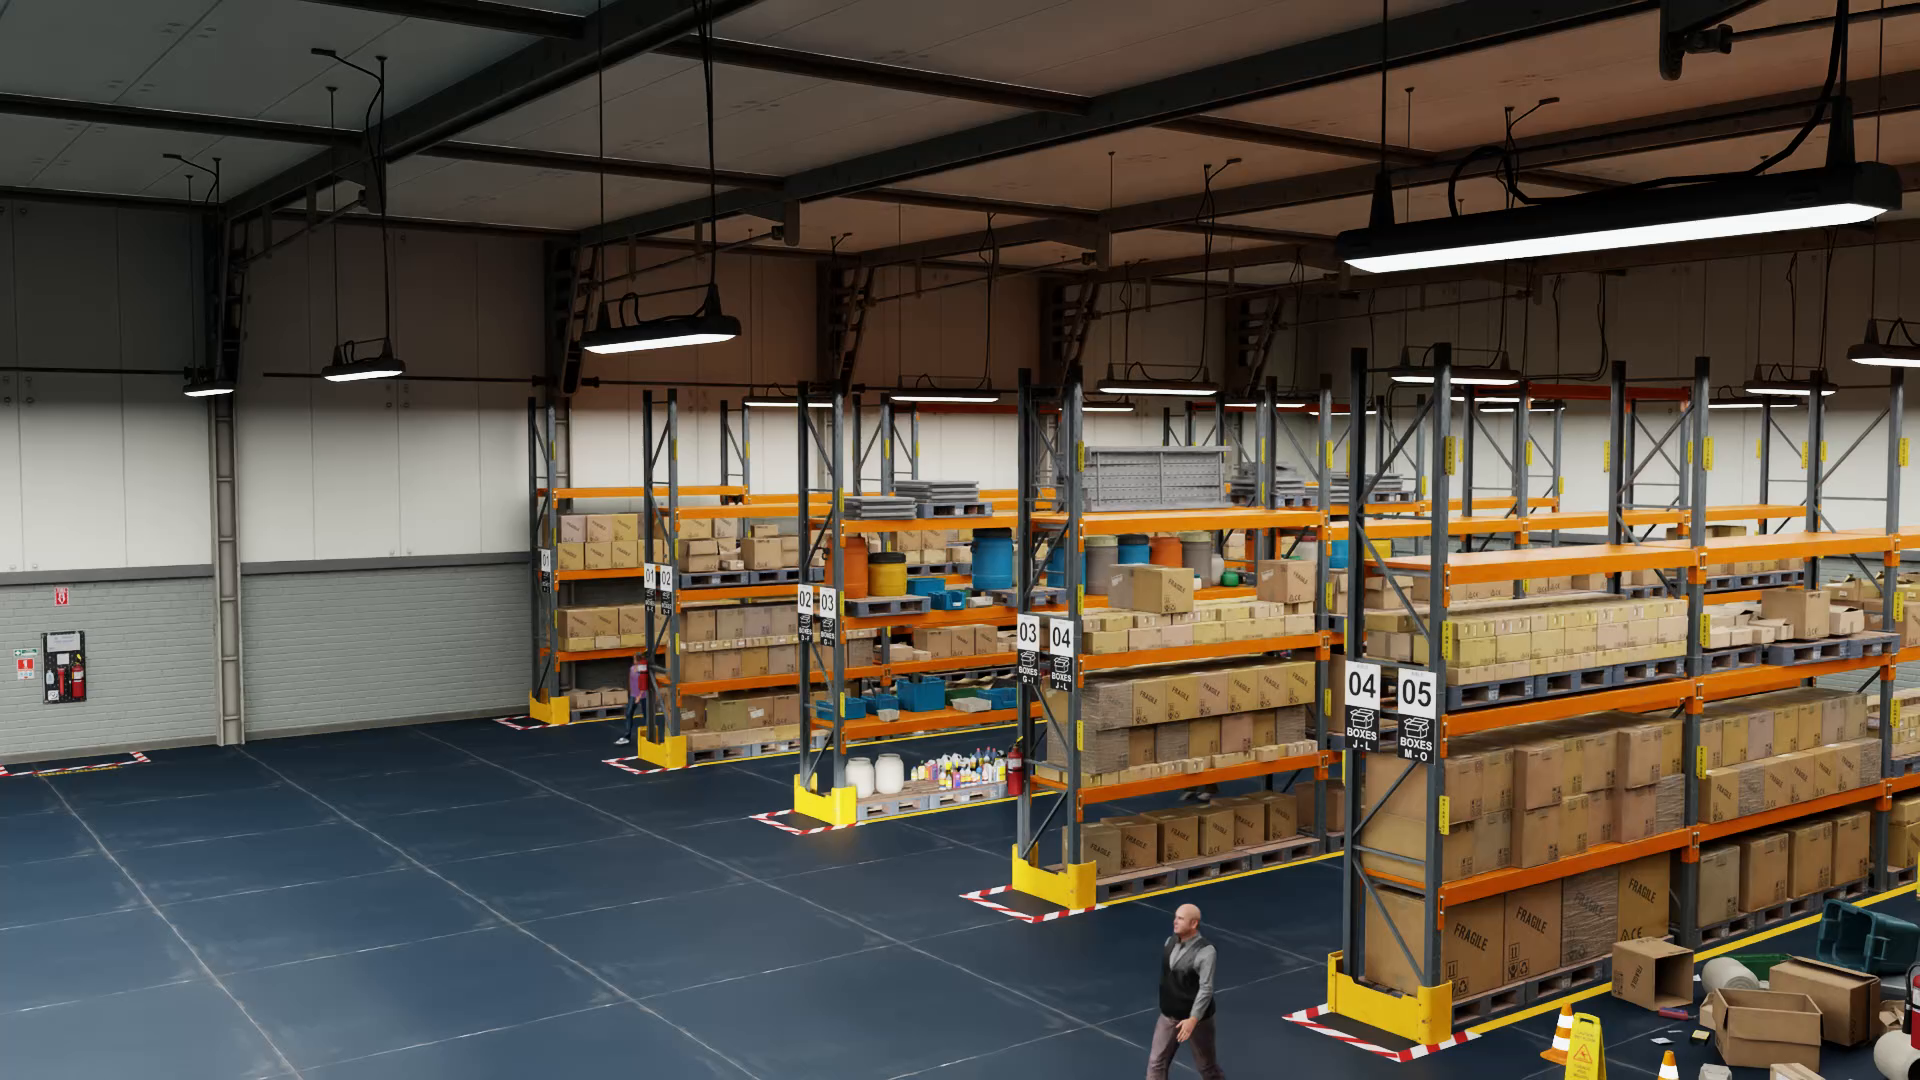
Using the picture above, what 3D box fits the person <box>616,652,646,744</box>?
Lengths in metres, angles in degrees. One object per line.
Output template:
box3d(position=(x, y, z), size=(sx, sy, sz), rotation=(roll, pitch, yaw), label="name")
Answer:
box3d(position=(-5.515, 2.686, 28.463), size=(0.430, 1.556, 0.863), rotation=(2, 4, 27), label="person")

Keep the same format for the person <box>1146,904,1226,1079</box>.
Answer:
box3d(position=(1.646, 3.571, 12.431), size=(0.997, 1.671, 0.566), rotation=(-3, 4, -40), label="person")

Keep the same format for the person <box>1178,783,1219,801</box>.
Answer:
box3d(position=(3.444, 2.885, 23.928), size=(0.606, 1.848, 0.643), rotation=(-1, 4, -17), label="person")
